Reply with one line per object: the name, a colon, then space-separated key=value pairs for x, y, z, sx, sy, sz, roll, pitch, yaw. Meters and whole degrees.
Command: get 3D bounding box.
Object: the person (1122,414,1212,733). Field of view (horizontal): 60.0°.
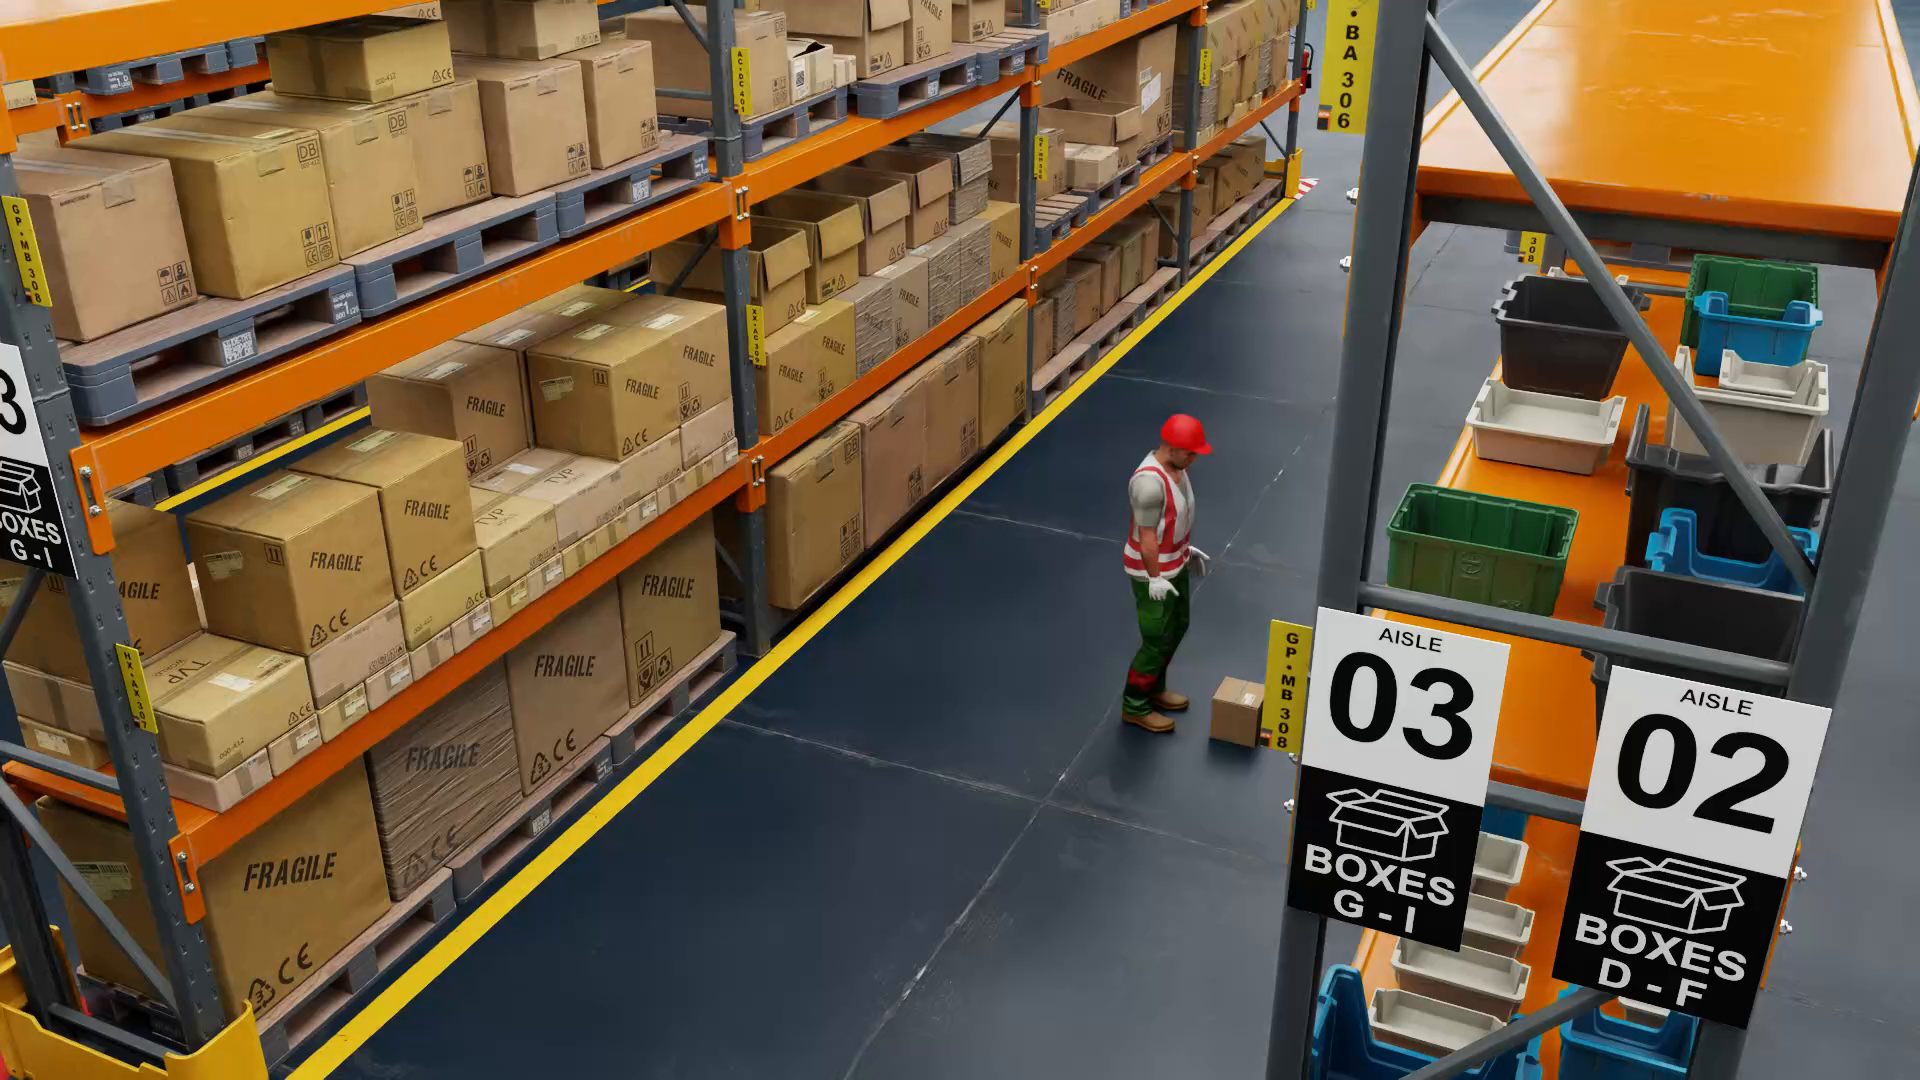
person: x=1.088 y=0.153 z=8.800 sx=0.400 sy=1.762 sz=0.534 roll=12 pitch=28 yaw=23
